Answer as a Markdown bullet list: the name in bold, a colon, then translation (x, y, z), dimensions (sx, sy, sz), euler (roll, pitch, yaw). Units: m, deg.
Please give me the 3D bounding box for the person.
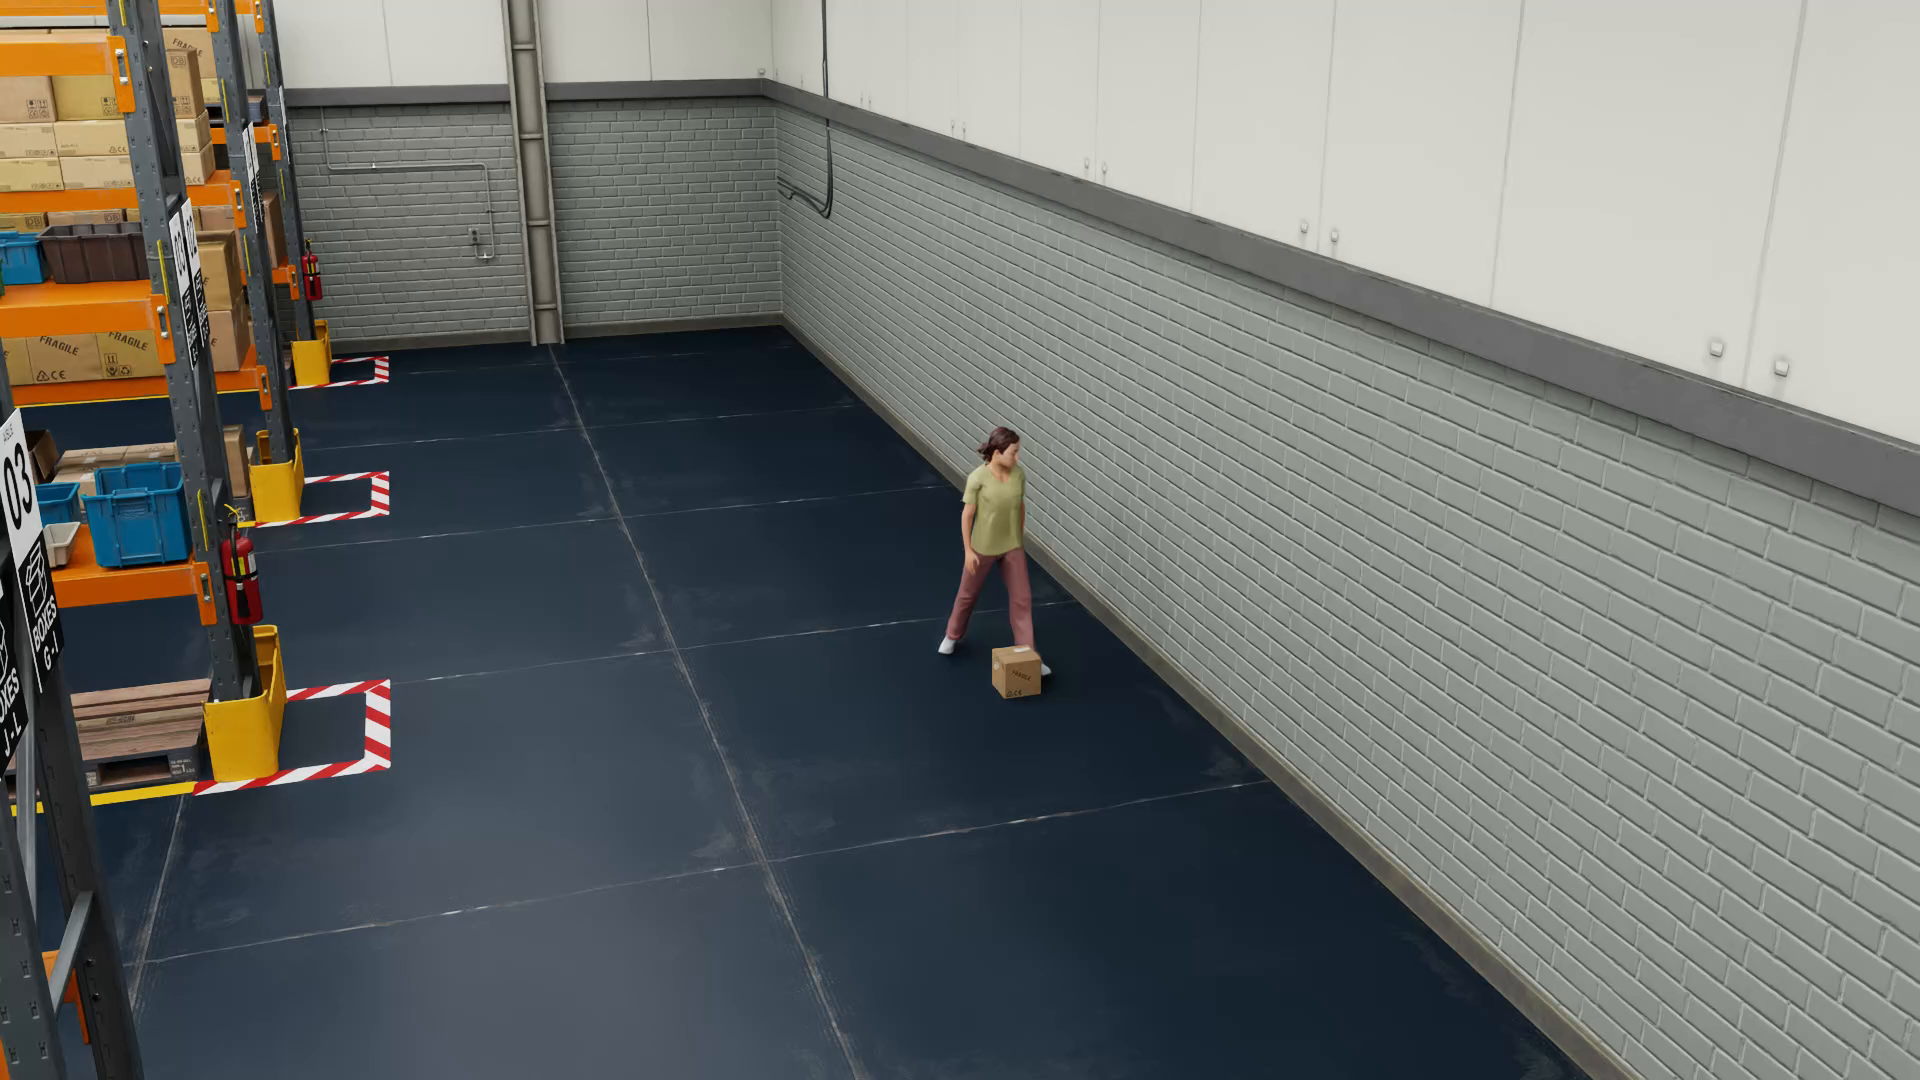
- **person**: translation (0.199, 0.057, 10.933), dimensions (0.583, 1.655, 0.831), euler (-7, 20, -19)
